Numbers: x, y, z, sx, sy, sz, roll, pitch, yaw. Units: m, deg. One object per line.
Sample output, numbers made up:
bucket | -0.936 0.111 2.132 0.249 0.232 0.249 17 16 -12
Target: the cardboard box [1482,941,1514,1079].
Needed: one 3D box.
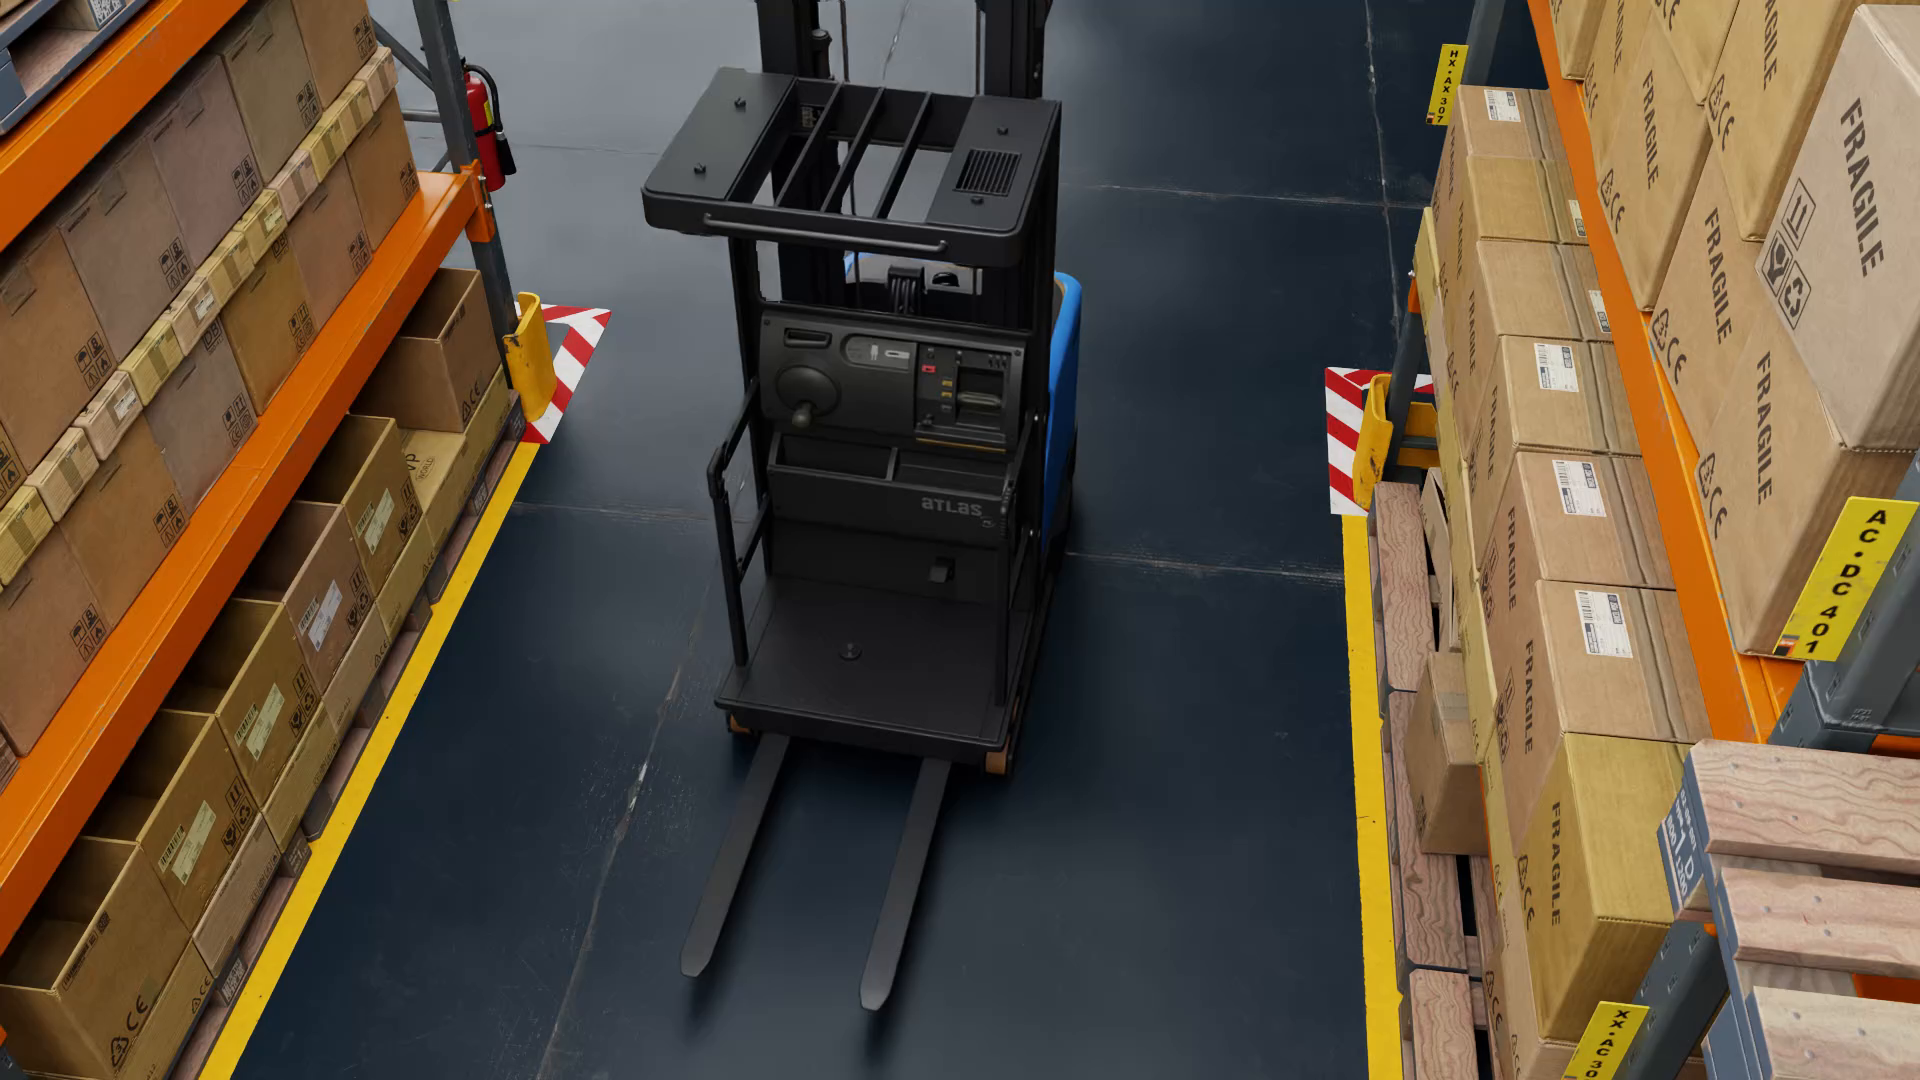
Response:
cardboard box | 1.937 1.421 5.066 0.500 0.500 0.500 2 43 2

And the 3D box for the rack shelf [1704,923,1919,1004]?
rack shelf | 1.575 1.919 1.383 1.077 0.370 4.000 5 44 6

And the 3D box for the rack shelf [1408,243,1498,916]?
rack shelf | 2.104 0.282 5.294 1.077 0.370 4.000 5 44 6

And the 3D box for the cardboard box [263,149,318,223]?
cardboard box | -2.507 -1.260 5.855 0.380 0.149 0.250 6 44 6

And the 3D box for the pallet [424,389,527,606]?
pallet | -2.602 -0.253 7.363 1.003 0.211 1.213 5 44 6

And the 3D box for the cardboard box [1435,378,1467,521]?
cardboard box | 1.861 -0.290 5.469 0.500 0.250 0.500 5 44 5

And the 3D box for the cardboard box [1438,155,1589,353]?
cardboard box | 1.932 -0.933 5.603 0.500 0.500 0.500 5 44 6

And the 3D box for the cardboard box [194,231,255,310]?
cardboard box | -2.574 -0.902 5.476 0.380 0.149 0.250 6 44 7

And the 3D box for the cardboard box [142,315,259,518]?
cardboard box | -2.819 -0.454 5.475 0.700 0.500 0.500 6 44 7

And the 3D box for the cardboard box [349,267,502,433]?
cardboard box | -2.319 -0.824 7.087 0.500 0.500 0.500 5 44 6

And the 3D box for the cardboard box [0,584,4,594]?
cardboard box | -2.778 0.151 4.364 0.380 0.149 0.250 4 44 4

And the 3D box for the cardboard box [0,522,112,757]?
cardboard box | -2.956 0.237 4.746 0.700 0.500 0.500 5 44 5

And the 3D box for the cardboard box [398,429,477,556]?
cardboard box | -2.375 -0.210 6.984 0.500 0.250 0.500 5 44 6

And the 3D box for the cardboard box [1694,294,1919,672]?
cardboard box | 1.661 -0.117 2.923 0.500 0.500 0.500 6 44 7

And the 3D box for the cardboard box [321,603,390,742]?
cardboard box | -2.507 0.472 6.265 0.500 0.250 0.500 5 44 6

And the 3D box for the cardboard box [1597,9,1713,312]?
cardboard box | 1.776 -0.840 3.687 0.500 0.500 0.500 4 44 4

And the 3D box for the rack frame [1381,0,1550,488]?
rack frame | 2.368 -1.342 6.486 1.000 3.000 0.127 5 44 6

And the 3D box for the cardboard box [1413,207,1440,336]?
cardboard box | 1.989 -0.991 6.210 0.500 0.250 0.500 4 44 4

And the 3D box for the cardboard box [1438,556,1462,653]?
cardboard box | 2.112 0.326 6.359 0.500 0.311 0.500 9 44 9

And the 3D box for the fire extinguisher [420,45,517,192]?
fire extinguisher | -2.067 -1.800 7.026 0.296 0.674 0.183 5 44 6

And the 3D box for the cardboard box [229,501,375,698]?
cardboard box | -2.504 0.200 6.007 0.500 0.500 0.500 5 44 6

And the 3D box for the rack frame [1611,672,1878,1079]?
rack frame | 1.839 1.384 3.607 1.000 3.000 0.127 5 44 6

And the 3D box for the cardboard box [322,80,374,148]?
cardboard box | -2.438 -1.606 6.220 0.380 0.149 0.250 6 44 7

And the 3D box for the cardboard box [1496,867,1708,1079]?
cardboard box | 1.601 1.081 4.022 0.500 0.250 0.500 5 44 6

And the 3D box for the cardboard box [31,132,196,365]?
cardboard box | -2.820 -0.900 5.003 0.700 0.500 0.500 5 44 6

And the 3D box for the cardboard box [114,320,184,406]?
cardboard box | -2.643 -0.557 5.112 0.380 0.149 0.250 5 44 5

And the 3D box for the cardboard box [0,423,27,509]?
cardboard box | -2.954 -0.219 4.283 0.700 0.500 0.500 5 44 5

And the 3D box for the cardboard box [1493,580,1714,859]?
cardboard box | 1.656 0.468 4.124 0.500 0.500 0.500 5 44 5

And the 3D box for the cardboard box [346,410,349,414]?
cardboard box | -2.834 -0.599 7.395 0.500 0.250 0.500 5 44 6

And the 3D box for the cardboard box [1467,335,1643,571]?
cardboard box | 1.801 -0.229 4.859 0.500 0.500 0.500 6 44 7

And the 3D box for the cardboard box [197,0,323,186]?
cardboard box | -2.688 -1.585 5.726 0.700 0.500 0.500 4 44 4

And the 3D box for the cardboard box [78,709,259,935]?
cardboard box | -2.642 0.881 5.287 0.500 0.500 0.500 5 44 6

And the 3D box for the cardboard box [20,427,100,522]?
cardboard box | -2.710 -0.198 4.733 0.380 0.149 0.250 4 44 4

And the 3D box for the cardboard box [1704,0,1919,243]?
cardboard box | 1.699 -0.855 2.975 0.500 0.500 0.500 7 44 8

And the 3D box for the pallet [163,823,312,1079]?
pallet | -2.925 1.410 5.607 1.003 0.211 1.213 5 44 6

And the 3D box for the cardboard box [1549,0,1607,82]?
cardboard box | 1.905 -1.553 4.439 0.500 0.500 0.500 7 44 7

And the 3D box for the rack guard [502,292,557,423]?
rack guard | -2.539 -0.899 7.836 1.175 0.500 0.348 5 44 6

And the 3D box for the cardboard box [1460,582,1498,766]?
cardboard box | 1.727 0.398 4.743 0.500 0.250 0.500 5 44 5

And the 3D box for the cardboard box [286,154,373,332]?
cardboard box | -2.682 -1.151 6.211 0.700 0.500 0.500 6 44 7

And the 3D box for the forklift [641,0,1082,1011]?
forklift | -0.282 -0.458 5.602 1.130 2.935 3.031 8 44 8

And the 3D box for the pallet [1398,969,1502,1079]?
pallet | 1.893 1.935 5.052 1.003 0.211 1.213 5 44 6

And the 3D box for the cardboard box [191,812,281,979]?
cardboard box | -2.638 1.153 5.545 0.500 0.250 0.500 5 44 6

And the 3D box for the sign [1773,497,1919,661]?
sign | 1.300 0.063 2.444 0.100 0.325 0.005 5 44 6
